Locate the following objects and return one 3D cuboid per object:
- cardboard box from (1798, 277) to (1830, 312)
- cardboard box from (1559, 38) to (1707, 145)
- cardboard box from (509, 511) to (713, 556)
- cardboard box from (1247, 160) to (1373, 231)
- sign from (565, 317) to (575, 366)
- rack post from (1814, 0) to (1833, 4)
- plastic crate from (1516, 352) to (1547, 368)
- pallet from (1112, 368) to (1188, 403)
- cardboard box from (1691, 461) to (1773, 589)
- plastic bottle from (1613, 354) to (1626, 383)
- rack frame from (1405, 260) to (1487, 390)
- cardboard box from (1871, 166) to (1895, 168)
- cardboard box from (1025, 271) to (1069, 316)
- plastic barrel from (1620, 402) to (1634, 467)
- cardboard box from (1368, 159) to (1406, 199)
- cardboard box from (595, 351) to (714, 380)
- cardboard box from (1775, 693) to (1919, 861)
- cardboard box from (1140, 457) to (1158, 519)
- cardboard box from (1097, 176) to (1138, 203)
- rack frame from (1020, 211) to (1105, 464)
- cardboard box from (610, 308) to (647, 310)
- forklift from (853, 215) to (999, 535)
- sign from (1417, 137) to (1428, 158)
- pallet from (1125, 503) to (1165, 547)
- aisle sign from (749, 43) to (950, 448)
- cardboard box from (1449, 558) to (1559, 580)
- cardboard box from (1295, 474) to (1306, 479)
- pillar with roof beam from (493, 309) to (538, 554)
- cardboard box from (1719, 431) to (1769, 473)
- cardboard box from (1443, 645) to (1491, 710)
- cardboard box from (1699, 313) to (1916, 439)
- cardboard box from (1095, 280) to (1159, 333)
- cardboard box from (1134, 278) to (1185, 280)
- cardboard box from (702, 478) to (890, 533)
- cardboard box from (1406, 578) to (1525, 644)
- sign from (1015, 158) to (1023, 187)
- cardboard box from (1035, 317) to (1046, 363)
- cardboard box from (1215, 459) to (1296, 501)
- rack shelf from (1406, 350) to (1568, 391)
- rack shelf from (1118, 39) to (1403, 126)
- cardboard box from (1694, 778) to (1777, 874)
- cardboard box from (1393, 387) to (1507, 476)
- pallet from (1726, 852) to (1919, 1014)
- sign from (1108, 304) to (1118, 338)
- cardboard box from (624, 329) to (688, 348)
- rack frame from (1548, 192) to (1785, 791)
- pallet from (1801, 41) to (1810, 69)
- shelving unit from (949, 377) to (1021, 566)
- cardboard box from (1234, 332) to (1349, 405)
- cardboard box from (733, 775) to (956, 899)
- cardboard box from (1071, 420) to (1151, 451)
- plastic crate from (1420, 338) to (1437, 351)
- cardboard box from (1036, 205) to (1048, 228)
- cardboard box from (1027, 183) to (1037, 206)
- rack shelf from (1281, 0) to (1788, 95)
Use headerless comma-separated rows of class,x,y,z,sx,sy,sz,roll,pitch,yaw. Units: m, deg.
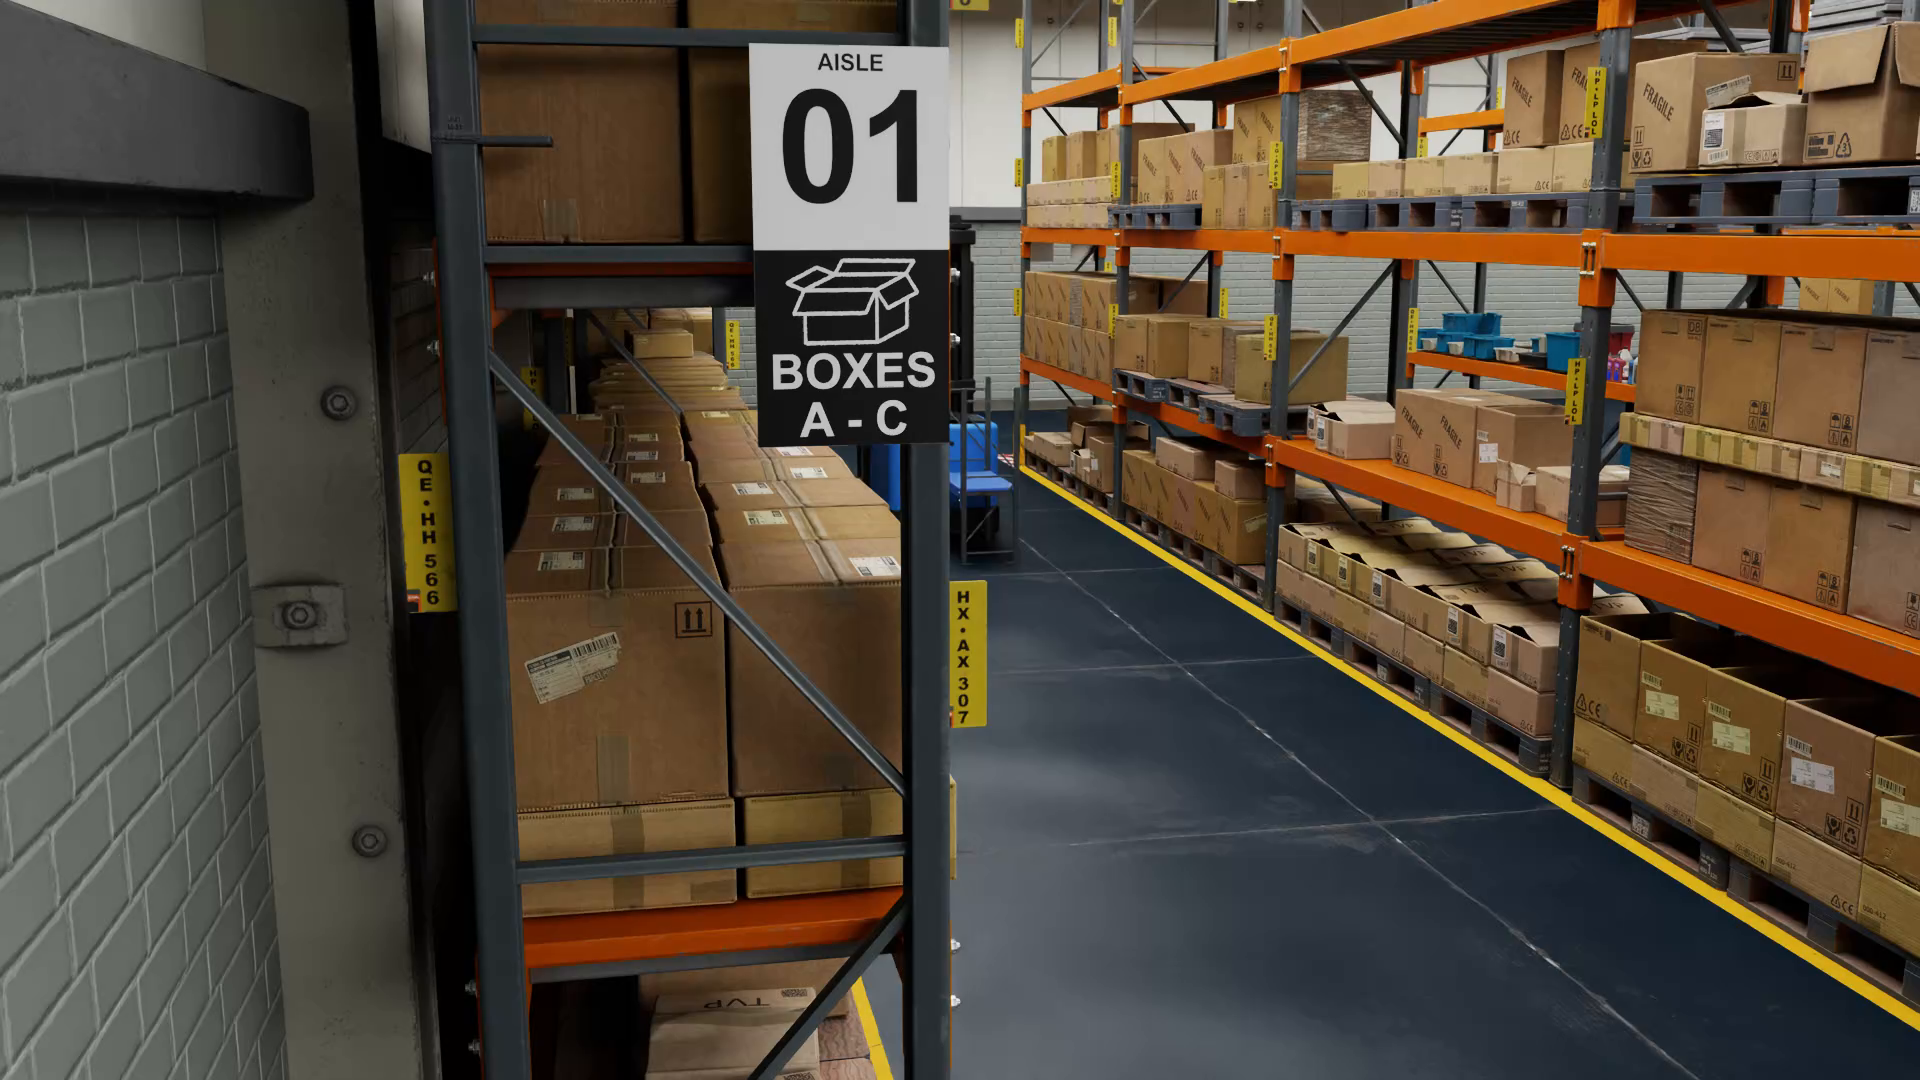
cardboard box,10.867,-3.032,20.759,0.500,0.500,0.500,-2,11,-12
cardboard box,3.476,-2.310,8.613,0.500,0.500,0.500,-2,11,-10
cardboard box,-0.912,0.218,4.425,0.500,0.500,0.500,-2,11,-10
cardboard box,2.661,-2.556,12.365,0.910,0.500,0.500,-2,11,-11
sign,-2.623,-1.321,11.074,0.100,0.325,0.005,-2,11,-11
rack post,7.391,-4.473,13.307,0.624,0.289,0.986,-2,11,-11
plastic crate,6.379,-1.957,18.086,0.437,0.125,0.590,-2,11,-11
pallet,2.049,-1.443,15.323,1.003,0.211,1.213,-2,11,-11
cardboard box,3.758,-0.092,7.444,0.700,0.500,0.500,-2,11,-12
plastic bottle,6.539,-1.703,16.486,0.061,0.283,0.133,-2,11,-11
rack frame,6.083,-2.601,20.893,1.000,3.000,0.127,-2,11,-11
cardboard box,4.060,-1.635,6.967,0.380,0.149,0.250,-2,11,-11
cardboard box,1.051,-2.871,19.369,0.500,0.500,0.500,-2,11,-9
plastic barrel,6.950,-0.942,16.668,0.600,0.901,0.708,-2,11,-11
cardboard box,3.042,-2.384,11.007,0.500,0.250,0.500,-2,11,-9
cardboard box,-1.978,-0.953,10.790,0.700,0.500,0.500,-3,11,-18
cardboard box,3.634,0.927,6.583,0.500,0.500,0.500,-2,11,-11
cardboard box,1.971,-0.481,15.264,0.500,0.500,0.500,-2,11,-10
cardboard box,1.640,-3.413,16.199,0.500,0.250,0.500,-2,11,-11
rack frame,1.223,-2.421,19.950,1.000,3.000,0.127,-2,11,-11
cardboard box,-2.715,-1.703,13.055,0.500,0.250,0.500,-2,11,-12
forklift,-0.464,-1.691,16.295,1.130,2.935,3.031,-2,11,-13
sign,3.325,-2.739,12.003,0.100,0.325,0.005,-2,11,-11
pallet,2.196,-0.170,15.580,1.003,0.211,1.213,-2,11,-11
aisle sign,-0.215,-0.581,3.327,0.394,0.787,0.004,-2,11,-11
cardboard box,3.421,0.282,10.479,0.500,0.311,0.500,-2,11,-9
cardboard box,2.664,-0.320,14.416,0.500,0.500,0.500,-3,11,-13
pillar with roof beam,1.548,-3.607,10.135,9.100,9.000,0.400,-2,11,-11
cardboard box,3.573,-0.391,7.278,0.380,0.149,0.250,-2,11,-12
cardboard box,3.095,0.765,9.436,0.500,0.250,0.500,-2,11,-12
cardboard box,3.749,-0.733,7.343,0.700,0.500,0.500,-2,11,-11
cardboard box,1.649,-2.311,16.430,0.500,0.500,0.500,-2,11,-11
cardboard box,2.085,-2.419,16.998,0.500,0.500,0.500,-2,11,-13
cardboard box,-0.502,0.105,5.019,0.500,0.500,0.500,-2,11,-13
cardboard box,2.995,0.398,9.869,0.500,0.311,0.500,-2,11,-11
sign,0.691,-4.305,19.484,0.100,0.325,0.005,-2,11,-11
cardboard box,1.156,-2.285,18.967,0.500,0.500,0.500,-2,11,-12
cardboard box,2.352,-0.484,13.273,0.500,0.250,0.500,-2,11,-9
rack shelf,6.472,-1.881,19.033,1.077,0.370,4.000,-2,11,-11
rack shelf,2.390,-3.718,13.712,1.077,0.370,4.000,-2,11,-11
cardboard box,3.534,1.204,7.134,0.500,0.250,0.500,-2,11,-11
cardboard box,3.121,-0.696,10.618,0.500,0.500,0.500,-3,11,-14
pallet,3.911,1.521,6.695,1.003,0.211,1.213,-2,11,-11
sign,1.470,-2.092,15.904,0.100,0.325,0.005,-2,11,-11
cardboard box,-1.983,-1.295,10.853,0.380,0.149,0.250,-4,11,-18
rack frame,3.557,-0.221,8.387,1.000,3.000,0.127,-2,11,-11
pallet,7.528,-3.925,13.379,1.213,0.211,1.003,-2,11,-11
shelving unit,0.143,-0.623,14.510,0.538,1.500,1.048,-2,11,-13
cardboard box,2.546,-1.321,12.778,0.700,0.500,0.500,-6,12,-30
cardboard box,-0.307,0.657,4.125,0.500,0.250,0.500,-2,11,-13
cardboard box,1.631,-1.022,18.097,0.797,0.503,0.637,-2,11,-11
plastic crate,5.789,-2.382,20.286,0.250,0.136,0.298,-2,11,-11
cardboard box,1.158,-3.626,18.656,0.500,0.250,0.500,-2,11,-11
cardboard box,1.068,-3.963,19.092,0.500,0.250,0.500,-2,11,-11
rack shelf,3.168,-2.985,9.858,1.077,0.370,4.000,-2,11,-11
